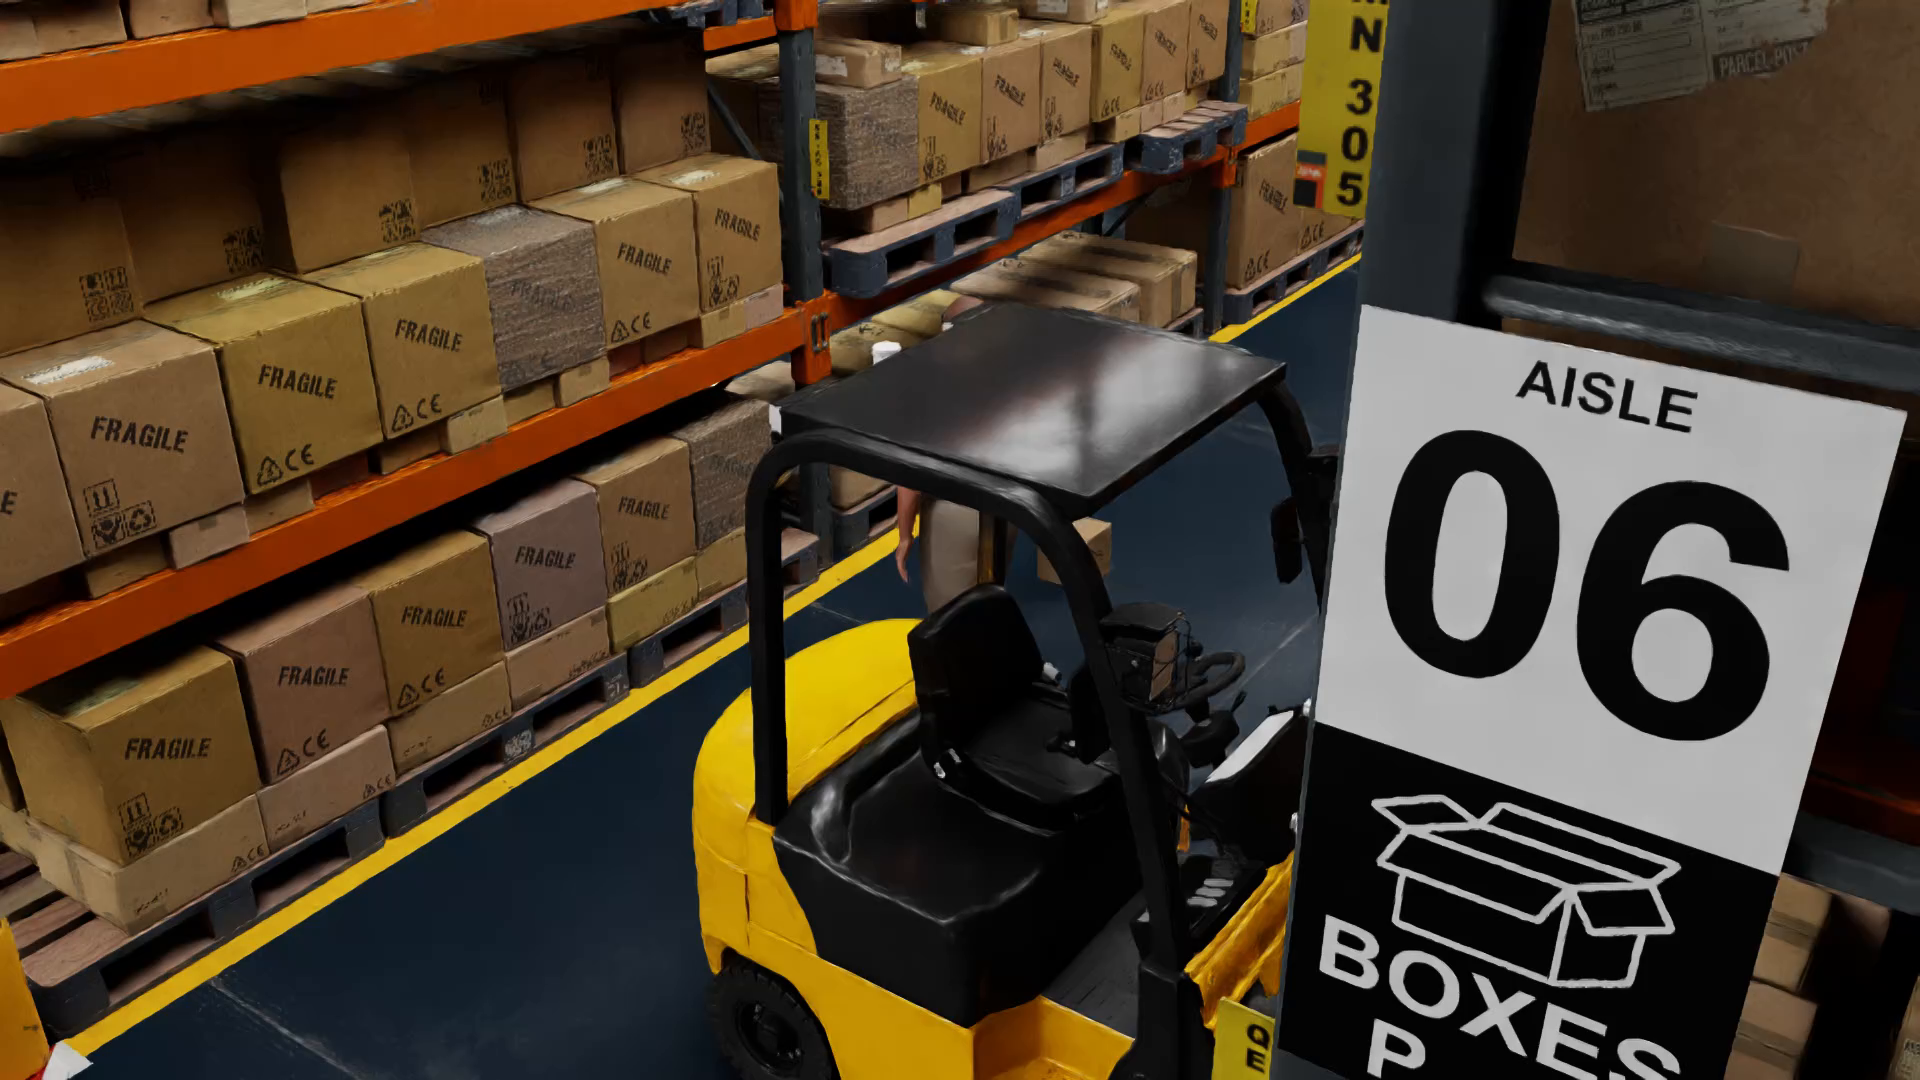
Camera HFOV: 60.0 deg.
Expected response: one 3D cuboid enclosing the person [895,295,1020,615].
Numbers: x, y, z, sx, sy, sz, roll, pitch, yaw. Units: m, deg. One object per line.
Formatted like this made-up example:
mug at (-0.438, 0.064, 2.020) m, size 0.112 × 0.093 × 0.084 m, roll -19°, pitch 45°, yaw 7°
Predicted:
person at (-0.006, -0.125, 6.336) m, size 0.733 × 1.725 × 0.605 m, roll -19°, pitch 33°, yaw -33°
